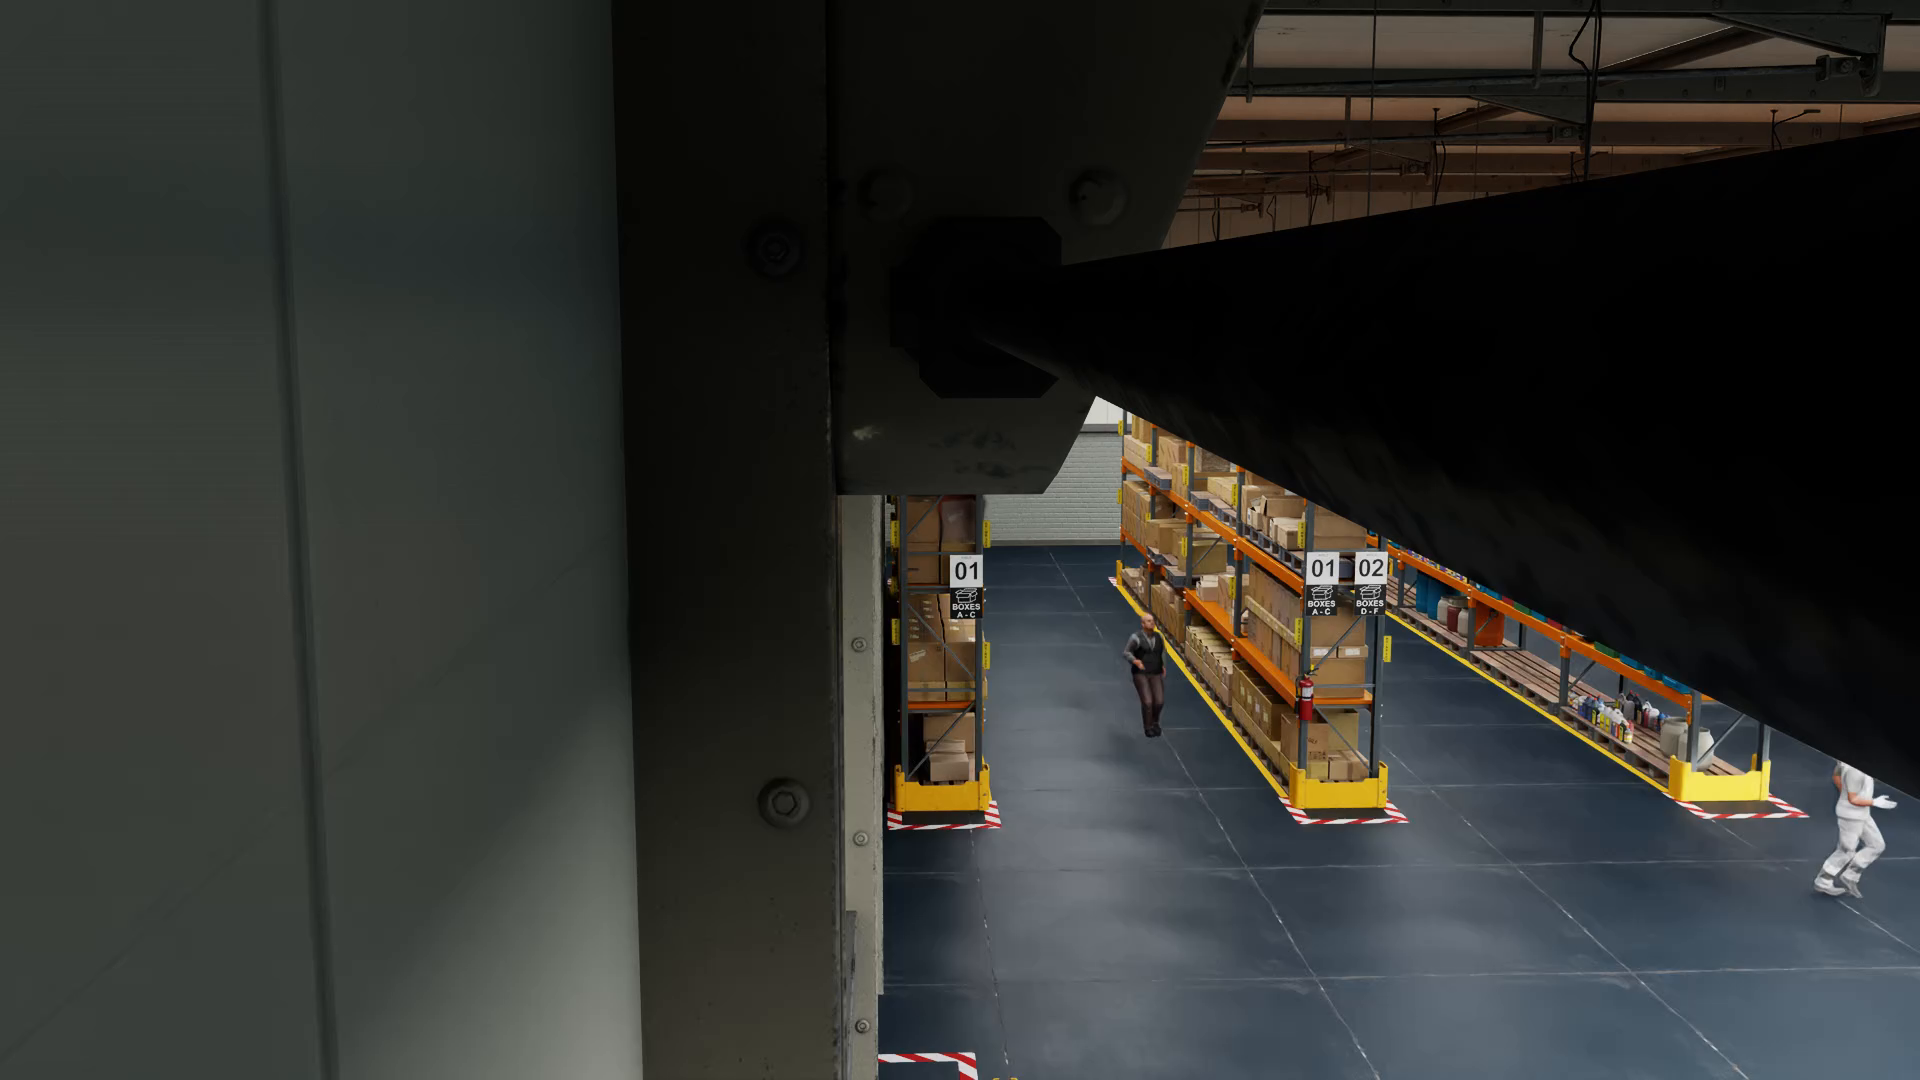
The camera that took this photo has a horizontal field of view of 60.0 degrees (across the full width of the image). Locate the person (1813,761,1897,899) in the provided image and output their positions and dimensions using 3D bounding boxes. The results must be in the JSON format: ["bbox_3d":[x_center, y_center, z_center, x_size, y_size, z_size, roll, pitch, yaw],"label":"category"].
[{"bbox_3d":[9.366,2.910,17.361,0.706,1.796,0.611,5,10,33],"label":"person"}]

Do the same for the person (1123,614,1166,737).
[{"bbox_3d":[2.592,1.862,22.839,0.663,1.671,0.538,-2,9,-16],"label":"person"}]
